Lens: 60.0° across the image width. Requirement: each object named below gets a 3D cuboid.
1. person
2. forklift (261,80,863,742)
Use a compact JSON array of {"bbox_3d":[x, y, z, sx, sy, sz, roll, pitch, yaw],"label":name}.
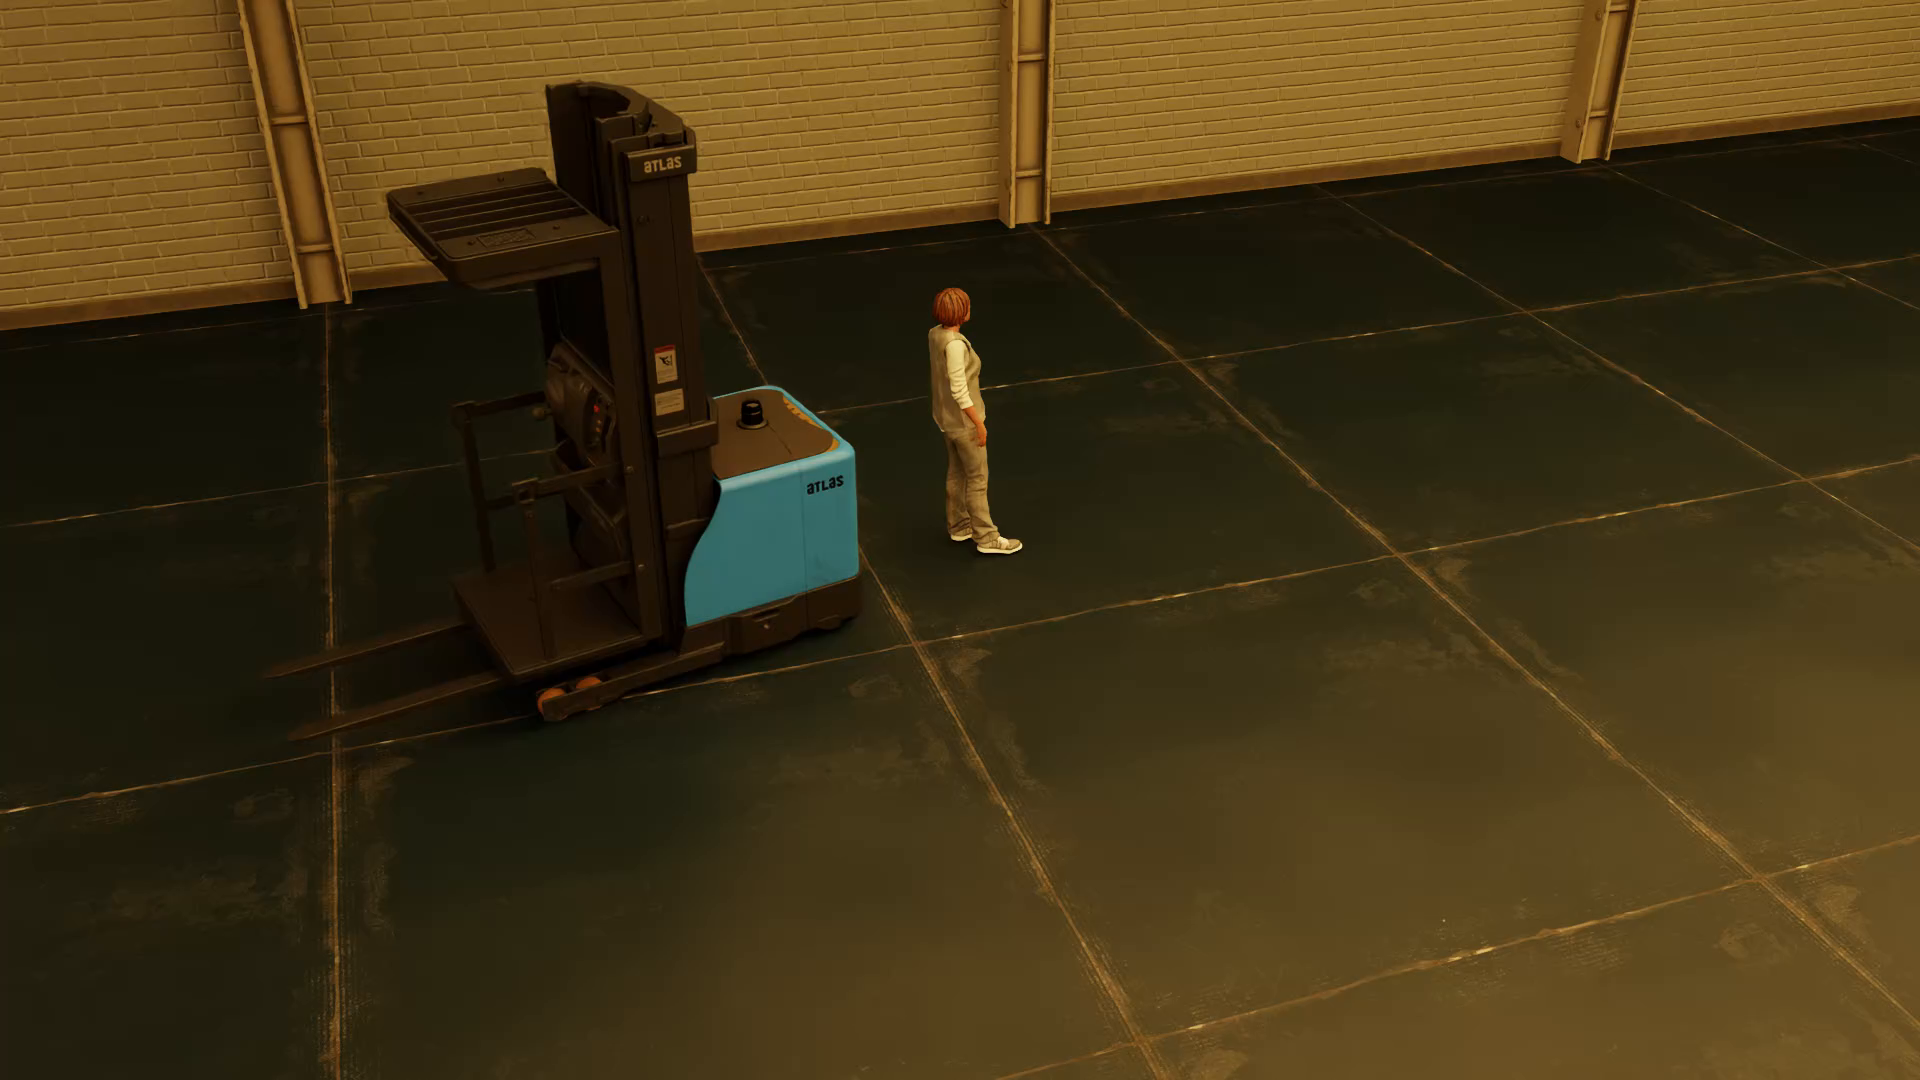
[{"bbox_3d":[0.074,-0.704,9.633,0.475,1.597,0.520,-10,31,-16],"label":"person"},{"bbox_3d":[-2.067,-0.651,8.219,3.031,2.935,1.130,-17,34,-27],"label":"forklift"}]
